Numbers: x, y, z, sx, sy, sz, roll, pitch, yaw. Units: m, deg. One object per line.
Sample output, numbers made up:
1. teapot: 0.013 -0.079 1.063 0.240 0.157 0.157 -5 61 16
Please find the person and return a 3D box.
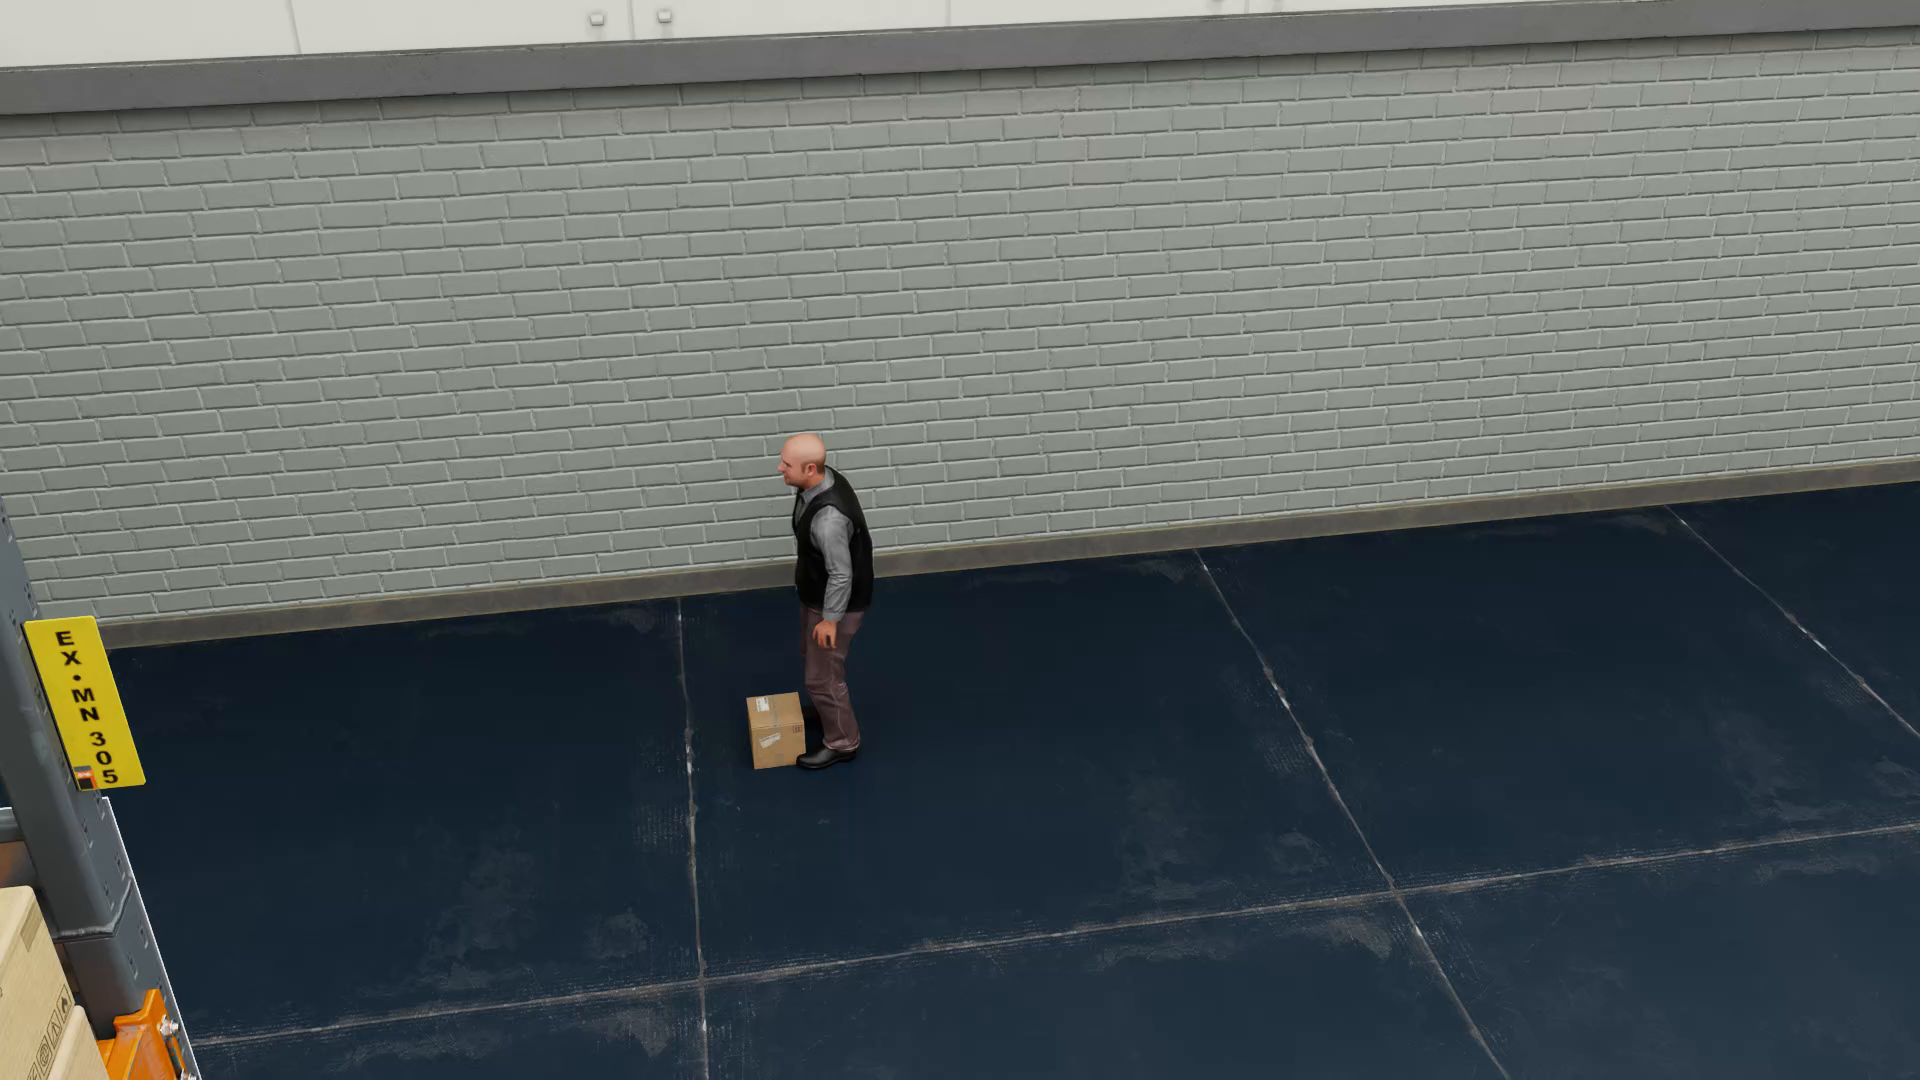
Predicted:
1. person: -0.612 0.306 7.739 0.418 1.621 0.594 -7 31 -11
